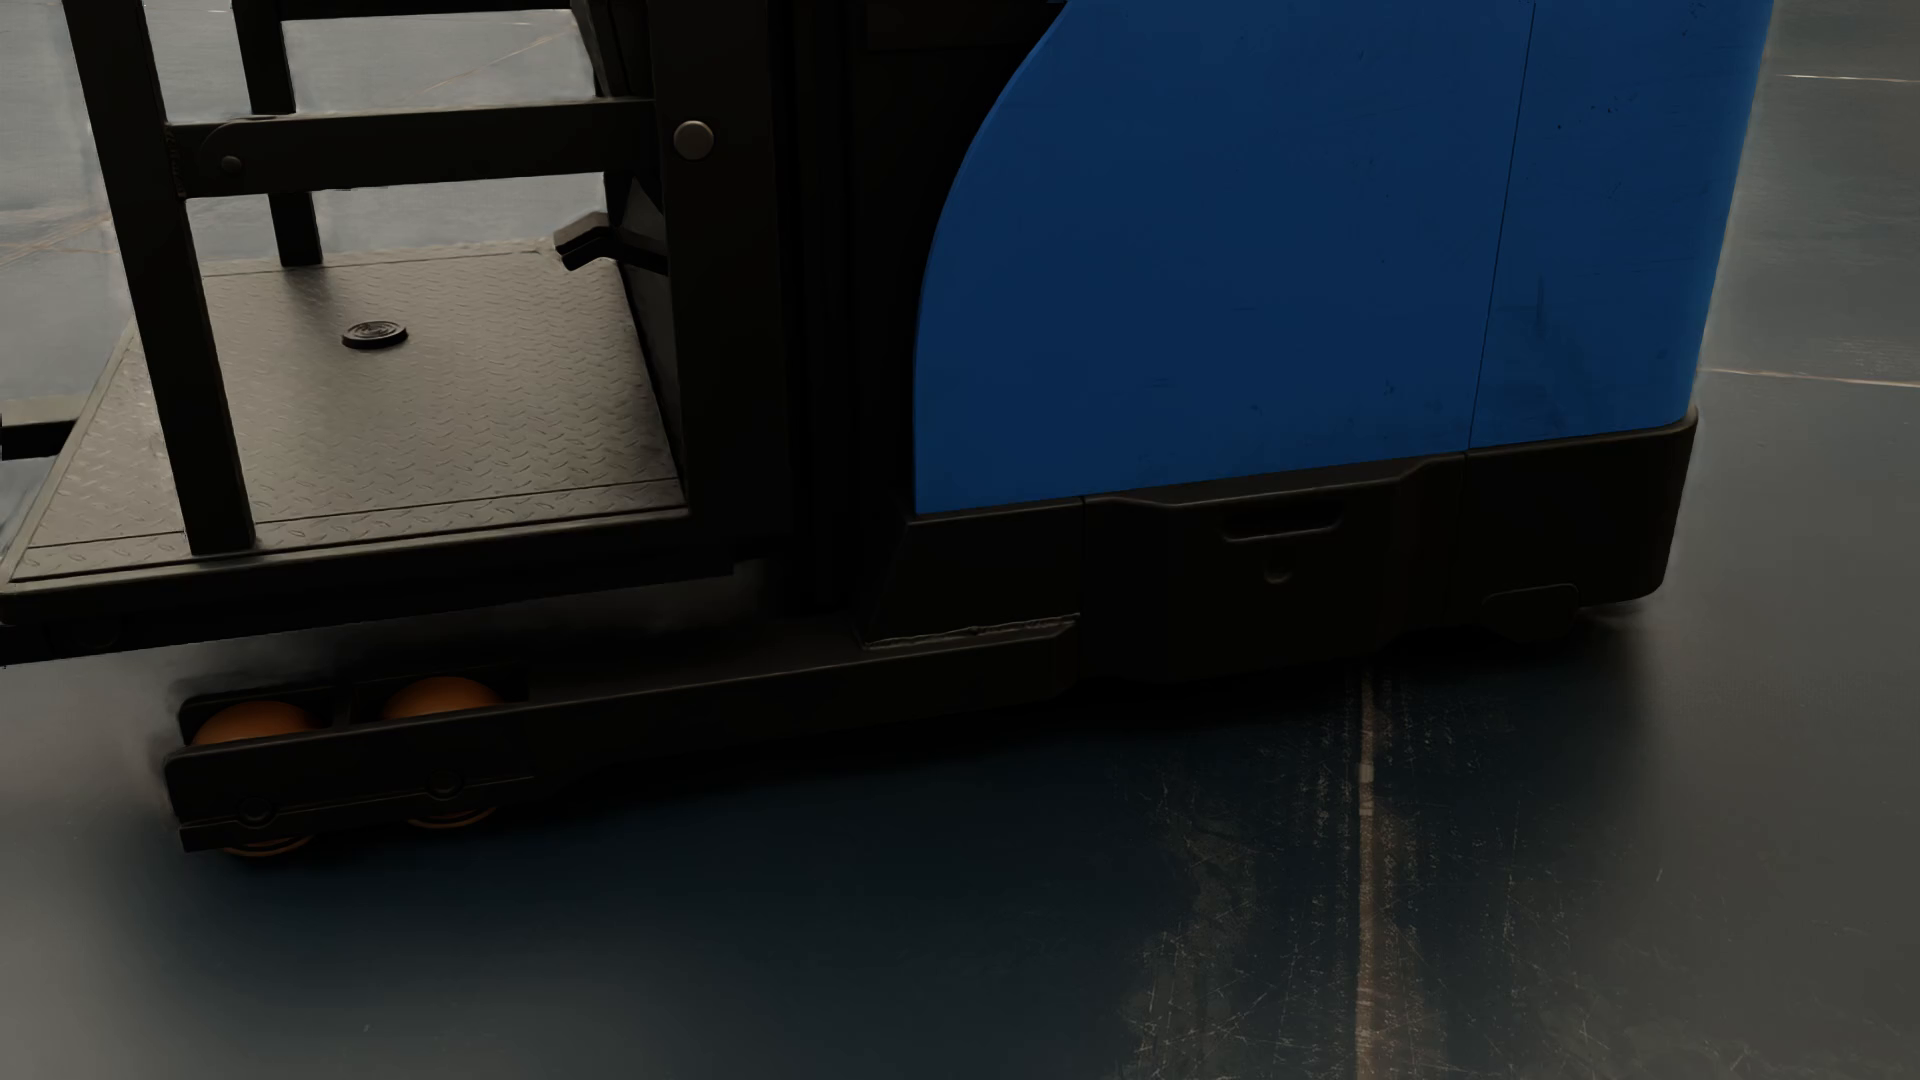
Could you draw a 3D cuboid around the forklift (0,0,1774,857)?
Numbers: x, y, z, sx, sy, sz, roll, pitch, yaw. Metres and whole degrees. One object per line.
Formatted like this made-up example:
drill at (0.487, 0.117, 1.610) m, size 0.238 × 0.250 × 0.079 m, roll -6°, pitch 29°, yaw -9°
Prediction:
forklift at (-0.620, -1.227, 1.678) m, size 3.031 × 2.935 × 1.130 m, roll -7°, pitch 28°, yaw -13°
